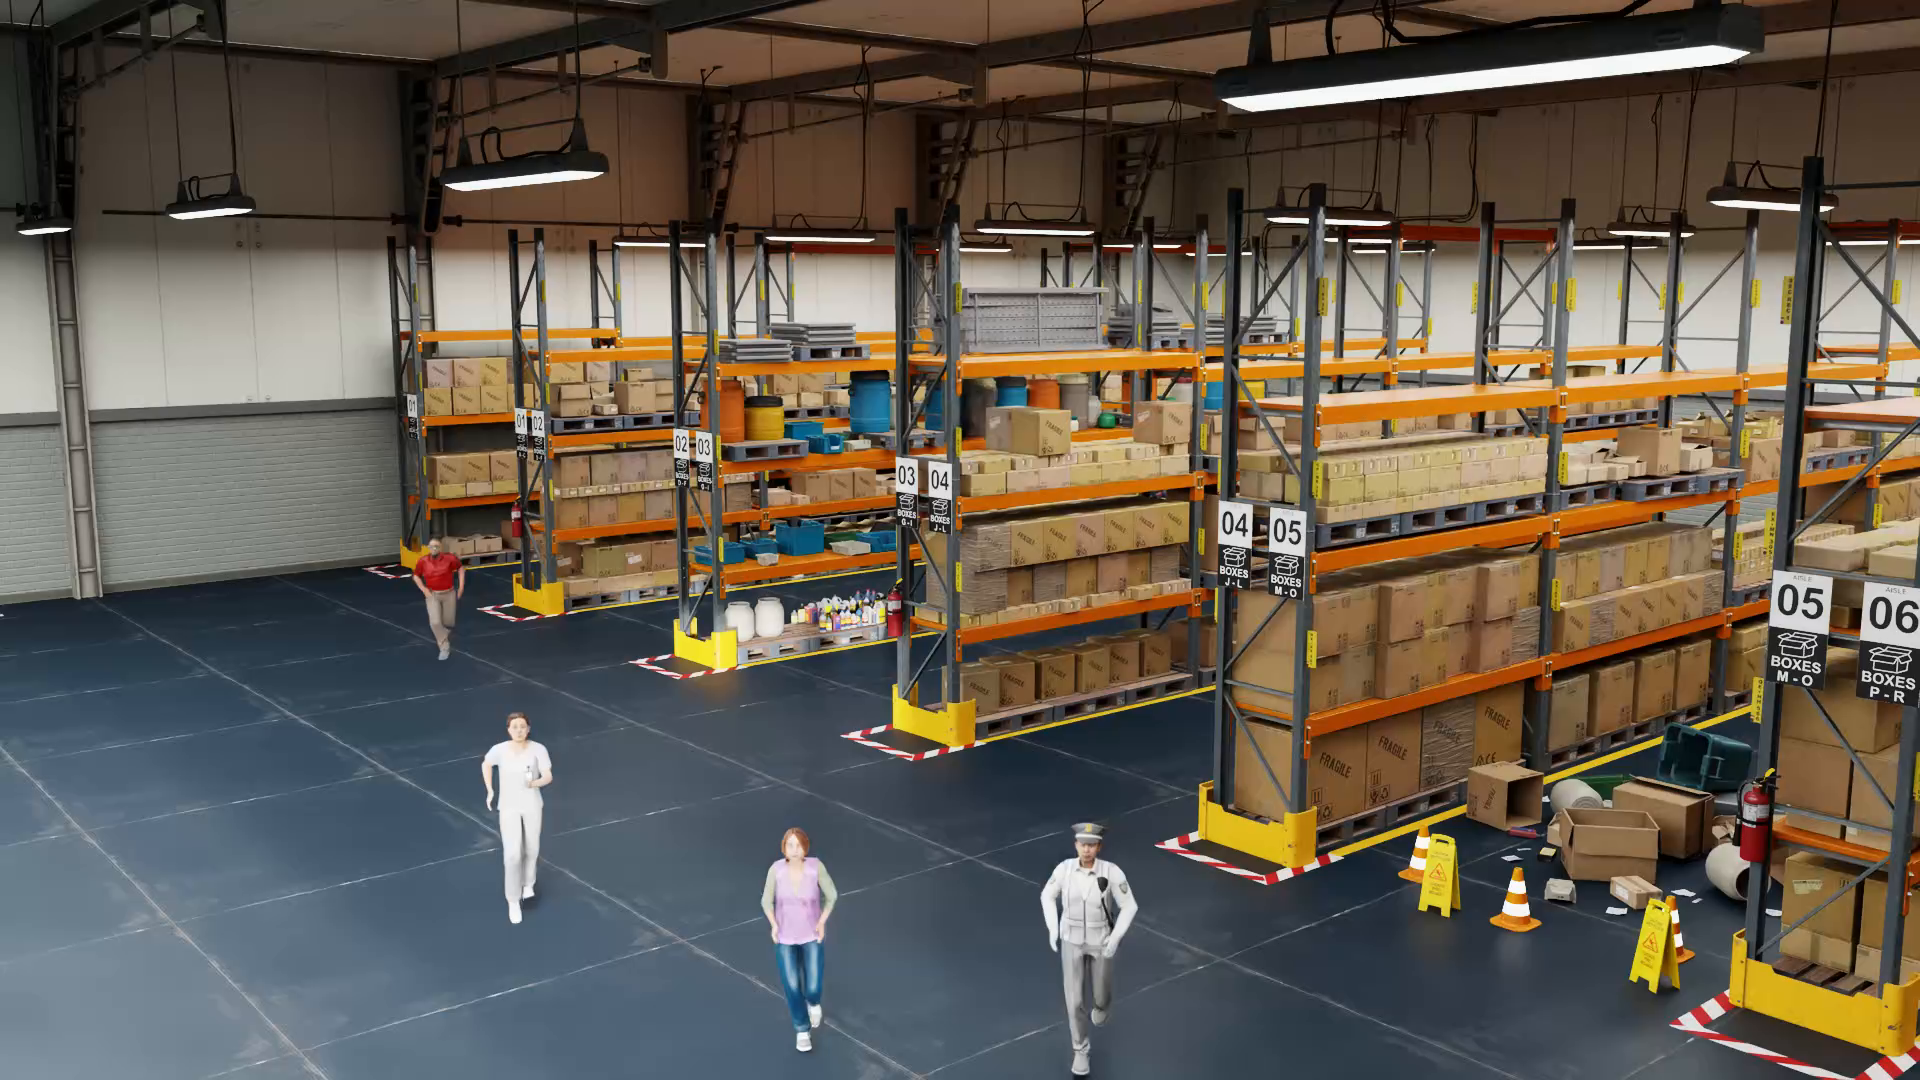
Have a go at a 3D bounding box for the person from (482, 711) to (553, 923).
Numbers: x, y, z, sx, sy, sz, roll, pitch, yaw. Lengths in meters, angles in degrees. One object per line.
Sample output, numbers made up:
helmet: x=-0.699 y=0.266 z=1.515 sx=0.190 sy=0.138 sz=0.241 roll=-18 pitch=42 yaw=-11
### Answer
person: x=-3.631 y=2.253 z=13.712 sx=0.531 sy=1.721 sz=0.738 roll=-3 pitch=9 yaw=-21

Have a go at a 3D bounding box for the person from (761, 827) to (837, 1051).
person: x=-1.089 y=2.692 z=11.234 sx=0.512 sy=1.552 sz=0.530 roll=0 pitch=9 yaw=-2

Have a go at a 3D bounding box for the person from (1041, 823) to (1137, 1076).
person: x=0.851 y=2.656 z=11.095 sx=0.655 sy=1.653 sz=0.697 roll=2 pitch=9 yaw=10

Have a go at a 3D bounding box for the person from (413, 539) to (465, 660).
person: x=-7.277 y=0.797 z=23.286 sx=0.690 sy=1.701 sz=0.735 roll=-2 pitch=9 yaw=-16
